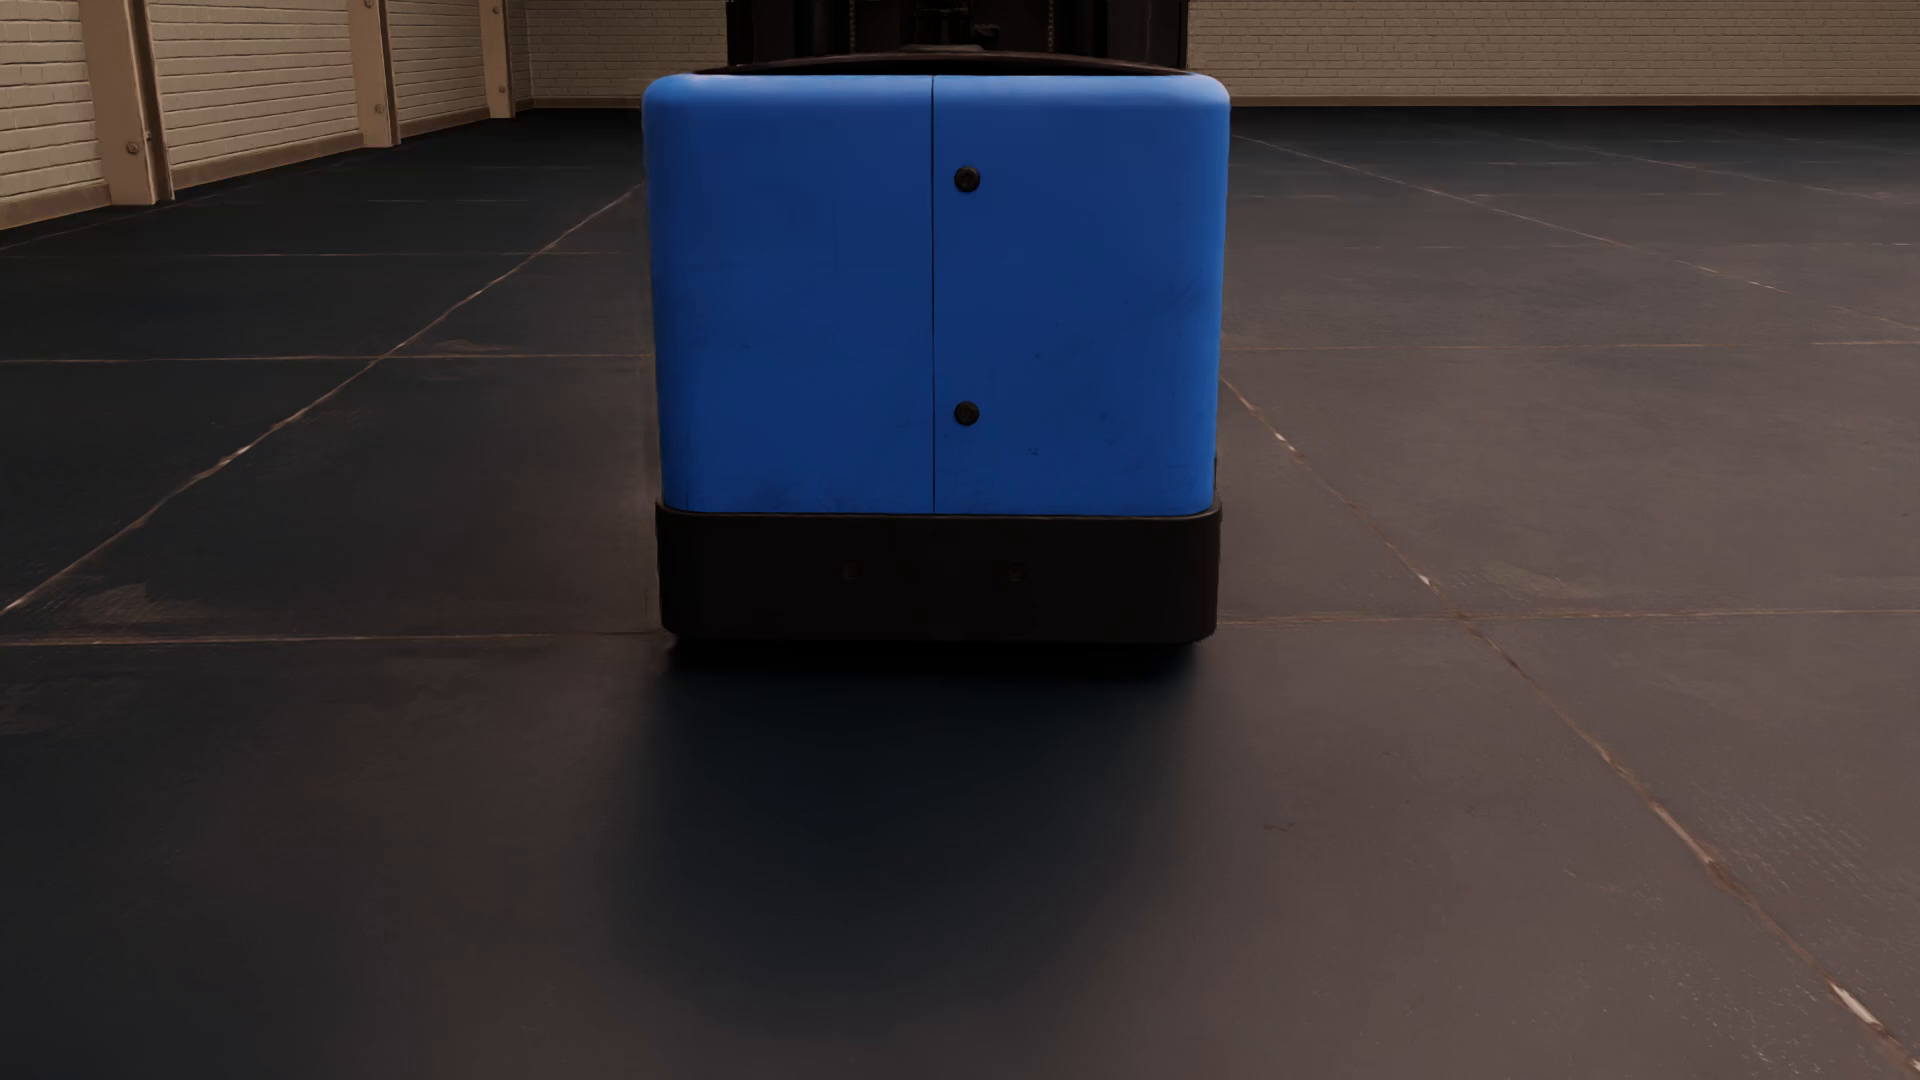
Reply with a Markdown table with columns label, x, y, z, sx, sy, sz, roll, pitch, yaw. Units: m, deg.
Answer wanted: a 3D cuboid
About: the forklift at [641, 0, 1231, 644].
| label | x | y | z | sx | sy | sz | roll | pitch | yaw |
| --- | --- | --- | --- | --- | --- | --- | --- | --- | --- |
| forklift | 0.001 | -1.588 | 4.098 | 1.130 | 2.935 | 3.031 | 1 | 17 | 2 |
